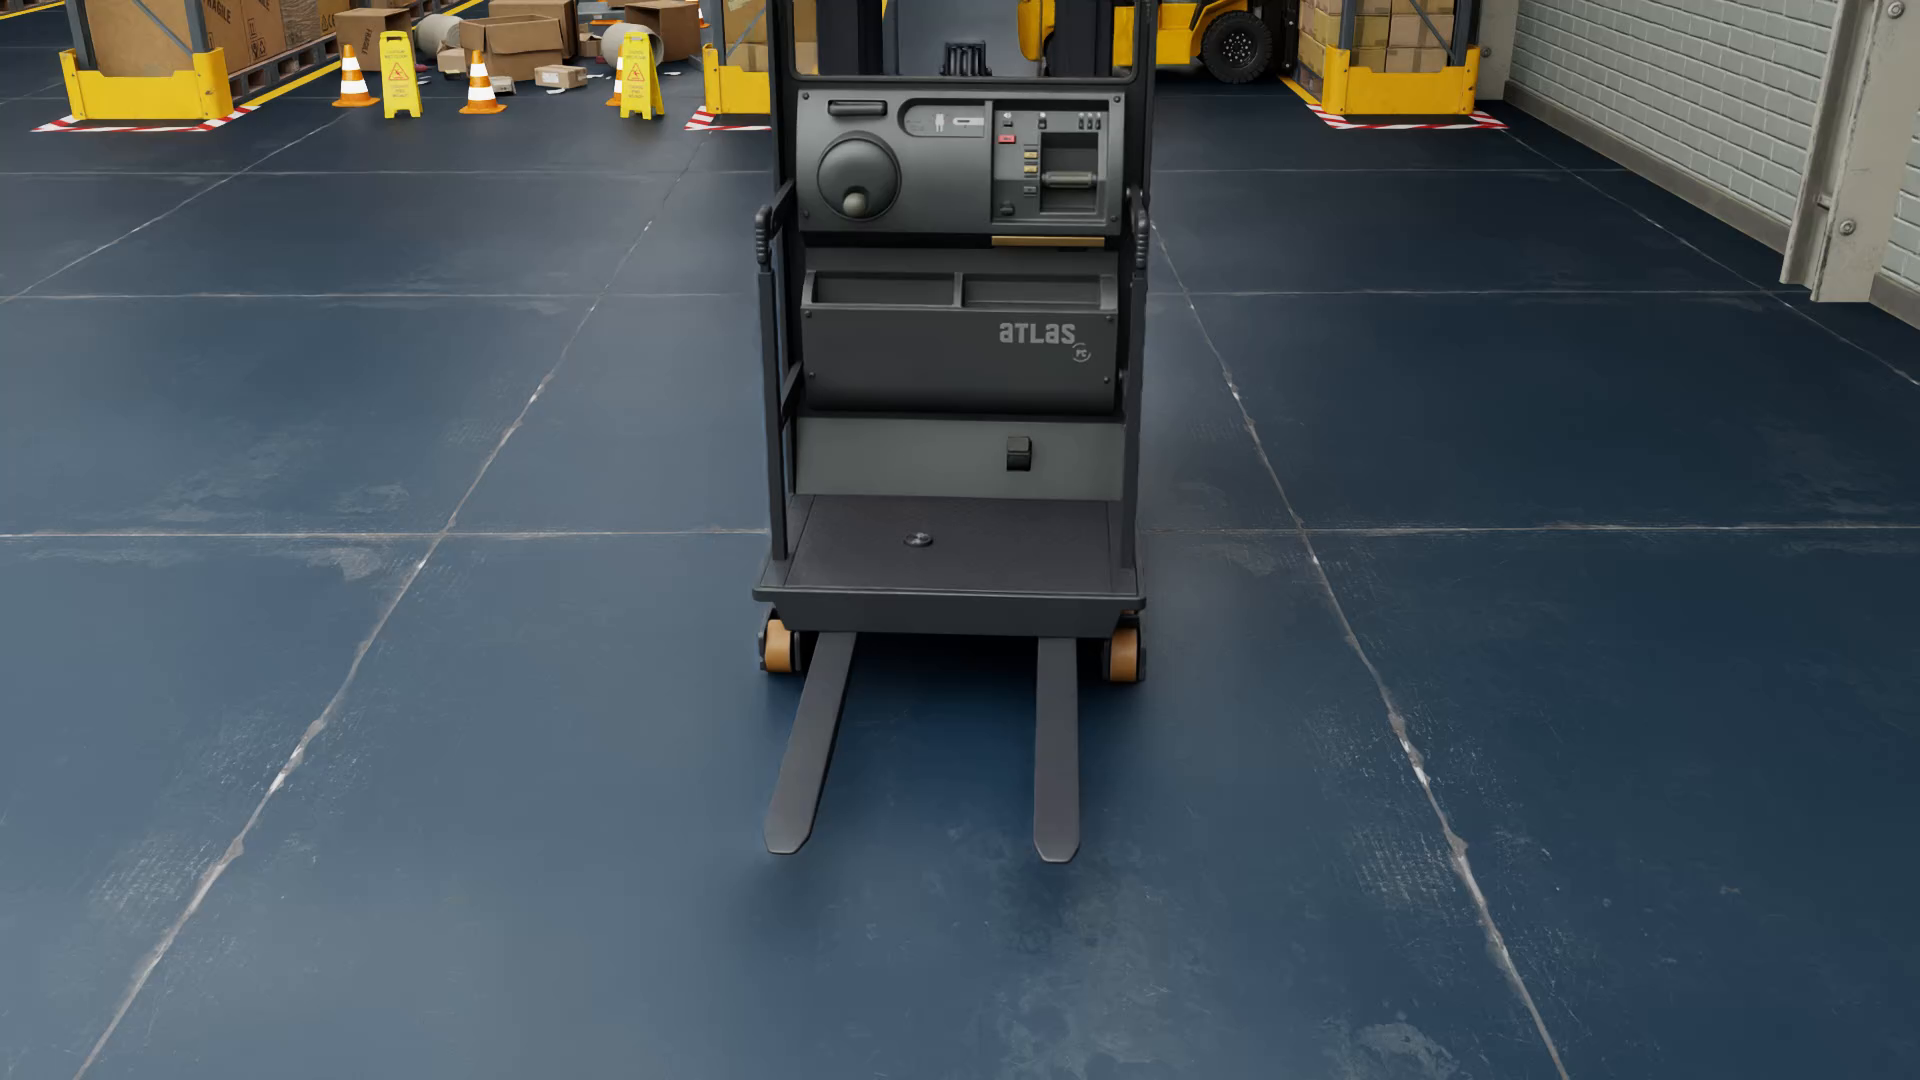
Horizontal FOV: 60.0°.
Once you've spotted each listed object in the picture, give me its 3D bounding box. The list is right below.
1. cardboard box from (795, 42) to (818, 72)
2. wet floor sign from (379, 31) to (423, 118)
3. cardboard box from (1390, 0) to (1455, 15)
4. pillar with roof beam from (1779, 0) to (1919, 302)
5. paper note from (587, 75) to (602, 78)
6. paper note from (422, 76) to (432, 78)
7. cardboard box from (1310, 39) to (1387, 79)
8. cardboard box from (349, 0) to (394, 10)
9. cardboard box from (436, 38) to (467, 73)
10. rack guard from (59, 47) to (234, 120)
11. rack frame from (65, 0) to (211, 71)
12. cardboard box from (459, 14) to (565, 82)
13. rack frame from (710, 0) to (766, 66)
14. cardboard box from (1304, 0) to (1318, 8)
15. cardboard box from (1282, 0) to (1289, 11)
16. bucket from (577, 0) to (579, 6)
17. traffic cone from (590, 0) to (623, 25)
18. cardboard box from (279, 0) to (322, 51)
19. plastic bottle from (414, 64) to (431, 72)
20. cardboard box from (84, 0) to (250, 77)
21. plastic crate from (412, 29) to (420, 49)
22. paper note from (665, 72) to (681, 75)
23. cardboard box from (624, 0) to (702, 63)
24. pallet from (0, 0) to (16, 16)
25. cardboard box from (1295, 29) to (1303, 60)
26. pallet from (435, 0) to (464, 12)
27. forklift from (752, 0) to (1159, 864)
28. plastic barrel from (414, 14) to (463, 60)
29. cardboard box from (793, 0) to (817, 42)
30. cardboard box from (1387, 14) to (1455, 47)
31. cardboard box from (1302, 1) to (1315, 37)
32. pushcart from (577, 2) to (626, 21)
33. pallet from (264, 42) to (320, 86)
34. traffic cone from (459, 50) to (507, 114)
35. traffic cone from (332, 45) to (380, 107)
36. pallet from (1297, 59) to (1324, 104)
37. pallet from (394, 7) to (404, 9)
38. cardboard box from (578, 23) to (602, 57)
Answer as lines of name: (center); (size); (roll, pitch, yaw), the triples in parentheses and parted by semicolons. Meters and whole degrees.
cardboard box: (-1.179, -4.083, 13.965); (0.500, 0.250, 0.500); (0, 24, -1)
wet floor sign: (-4.415, -3.671, 13.084); (0.267, 0.644, 0.232); (-4, 25, -10)
cardboard box: (3.701, -4.428, 13.513); (0.500, 0.250, 0.500); (-1, 24, -1)
pillar with roof beam: (0.171, -5.367, 6.697); (9.100, 9.000, 0.400); (0, 24, -1)
paper note: (-3.307, -4.184, 14.978); (0.148, 0.019, 0.142); (8, 26, 18)
paper note: (-4.795, -4.151, 14.915); (0.032, 0.001, 0.123); (13, 27, 27)
cardboard box: (3.196, -3.965, 13.705); (0.500, 0.250, 0.500); (0, 24, 0)
cardboard box: (-6.536, -5.817, 17.192); (1.050, 0.750, 0.750); (0, 24, -1)
cardboard box: (-4.578, -4.449, 15.266); (0.396, 0.266, 0.258); (4, 25, 9)
rack guard: (-6.395, -3.598, 13.099); (1.175, 0.500, 0.348); (0, 24, -1)
rack frame: (-6.395, -4.747, 12.606); (1.000, 3.000, 0.127); (0, 24, -1)
cardboard box: (-3.997, -4.386, 14.836); (0.797, 0.503, 0.637); (-19, 31, -36)
rack frame: (-1.447, -4.811, 12.747); (1.000, 3.000, 0.127); (0, 24, -1)
cardboard box: (3.188, -4.627, 13.955); (0.500, 0.250, 0.500); (0, 24, 0)
cardboard box: (3.176, -4.826, 15.000); (0.500, 0.250, 0.500); (0, 24, -1)
bucket: (-4.132, -5.550, 16.510); (0.726, 0.611, 0.620); (8, 16, 18)
traffic cone: (-3.907, -5.923, 18.284); (0.336, 0.463, 0.334); (0, 24, -1)
cardboard box: (-6.488, -4.987, 15.206); (0.875, 0.875, 0.875); (0, 24, 0)
plastic bottle: (-4.996, -4.321, 15.229); (0.283, 0.061, 0.133); (-9, 26, -19)
cardboard box: (-6.469, -4.249, 13.574); (0.875, 0.875, 0.875); (0, 24, 0)
plastic crate: (-5.127, -5.074, 16.672); (0.450, 0.188, 0.662); (3, 22, 31)
paper note: (-2.602, -4.240, 15.088); (0.142, 0.019, 0.148); (-9, 26, -19)
cardboard box: (-2.839, -4.874, 15.916); (0.500, 0.500, 0.500); (19, 30, 35)
pallet: (-11.426, -5.969, 18.691); (1.003, 0.211, 1.213); (0, 24, -1)
cardboard box: (3.203, -4.376, 14.614); (0.500, 0.250, 0.500); (0, 24, 0)
pallet: (-6.549, -6.448, 19.750); (1.003, 0.211, 1.213); (0, 24, -1)
forklift: (-0.009, -1.057, 4.530); (1.130, 2.935, 3.031); (1, 24, 3)
plastic barrel: (-4.893, -4.761, 15.762); (0.512, 0.421, 0.421); (19, 30, 35)
cardboard box: (-1.180, -4.434, 13.832); (0.500, 0.500, 0.500); (-1, 24, -2)
cardboard box: (3.719, -4.196, 13.607); (0.500, 0.250, 0.500); (0, 24, 0)
cardboard box: (3.204, -4.407, 14.074); (0.500, 0.250, 0.500); (0, 24, -1)
pushcart: (-3.770, -5.233, 16.863); (1.648, 0.377, 0.936); (-9, 26, -19)
pallet: (-6.493, -4.307, 15.017); (1.003, 0.211, 1.213); (0, 24, -1)
traffic cone: (-3.847, -3.681, 13.328); (0.336, 0.463, 0.334); (0, 24, -1)
traffic cone: (-4.981, -3.816, 13.626); (0.336, 0.463, 0.334); (0, 24, -1)
pallet: (3.467, -3.879, 14.070); (1.003, 0.211, 1.213); (0, 24, -1)
pallet: (-6.523, -5.442, 17.527); (1.003, 0.211, 1.213); (0, 24, -1)
cardboard box: (-3.627, -4.868, 16.191); (0.258, 0.266, 0.396); (-19, 31, -36)
